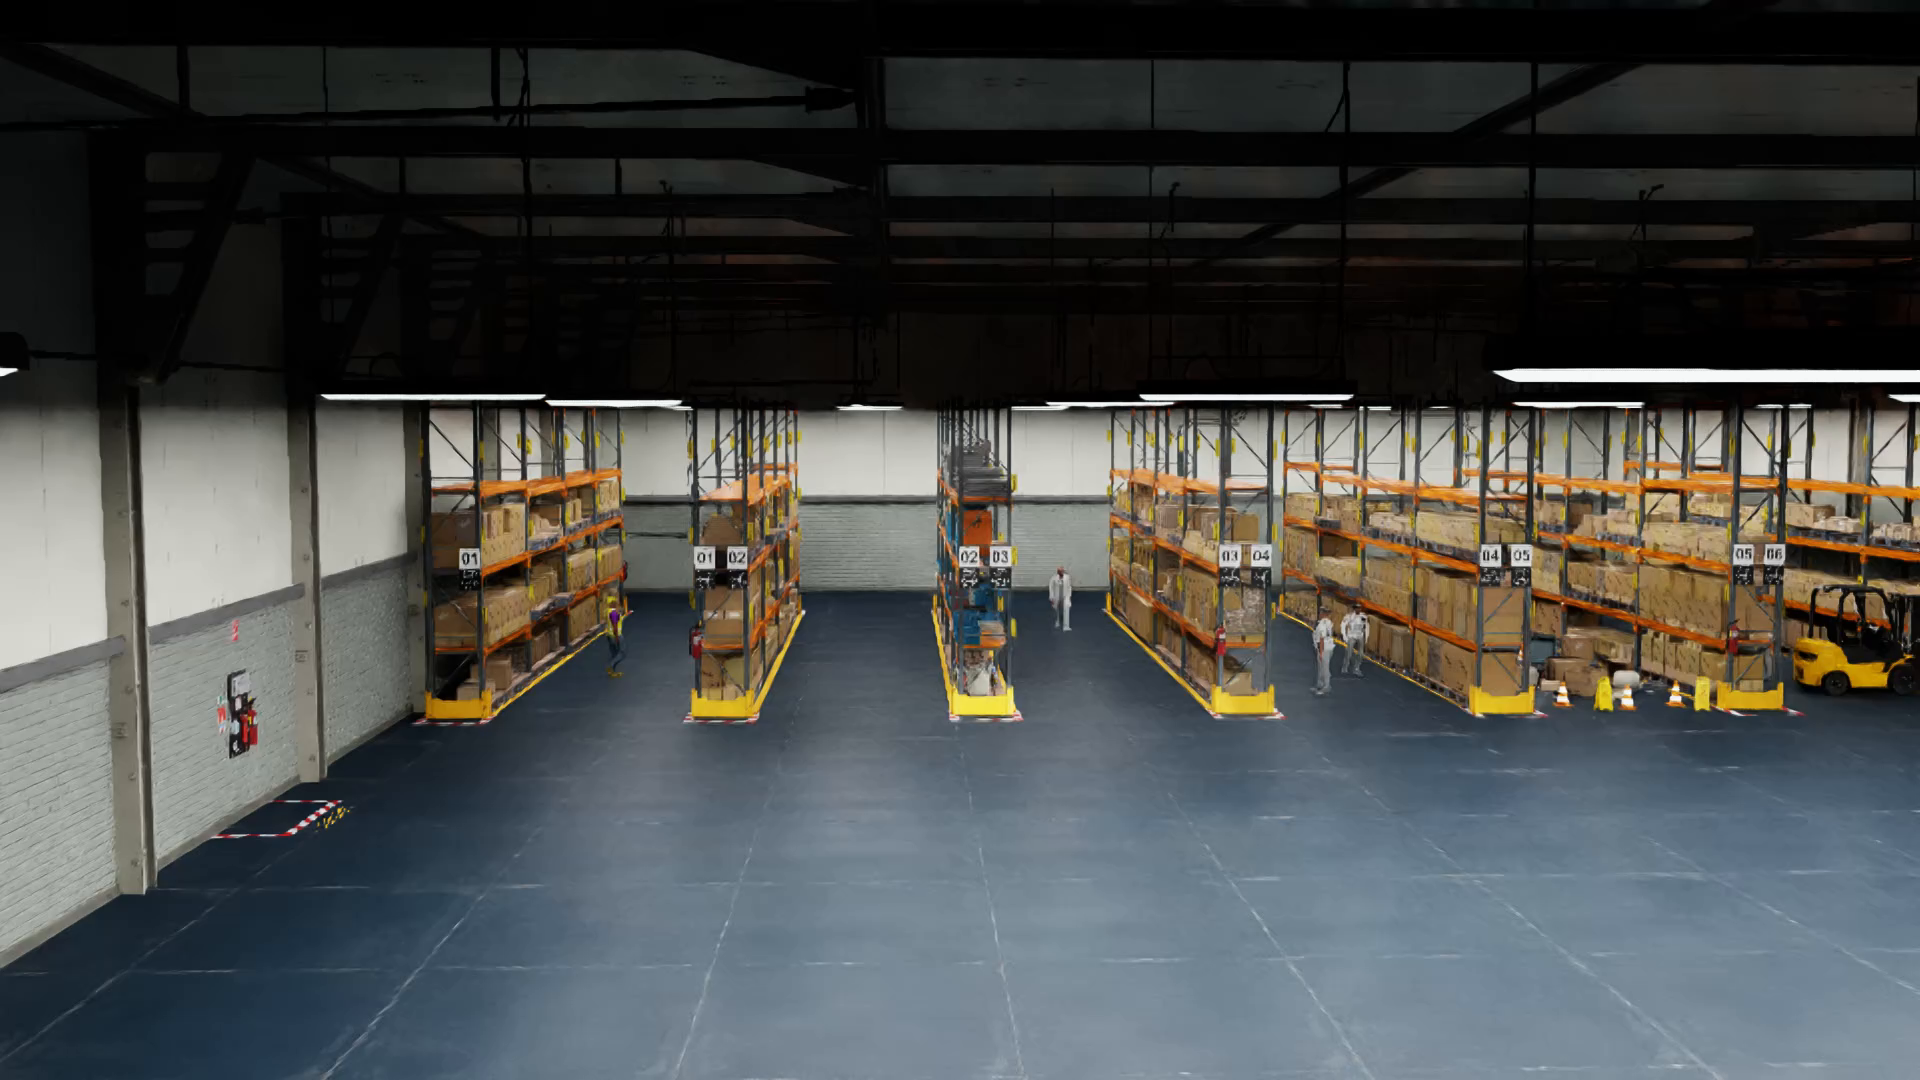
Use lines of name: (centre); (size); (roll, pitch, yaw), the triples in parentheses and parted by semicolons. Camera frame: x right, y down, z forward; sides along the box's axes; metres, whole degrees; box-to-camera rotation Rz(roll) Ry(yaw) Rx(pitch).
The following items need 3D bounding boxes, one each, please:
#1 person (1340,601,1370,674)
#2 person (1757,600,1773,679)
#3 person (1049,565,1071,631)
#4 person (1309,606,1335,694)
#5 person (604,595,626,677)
person: (8.597, 2.121, 36.188); (0.639, 1.632, 0.506); (0, 4, -4)
person: (17.217, 2.120, 35.716); (0.551, 1.665, 0.574); (2, 5, 29)
person: (2.630, 1.496, 43.511); (0.598, 1.698, 1.194); (0, 4, 0)
person: (7.336, 2.227, 33.773); (0.504, 1.759, 0.588); (2, 5, 28)
person: (-7.464, 2.074, 35.817); (0.456, 1.763, 0.610); (-3, 5, -30)
